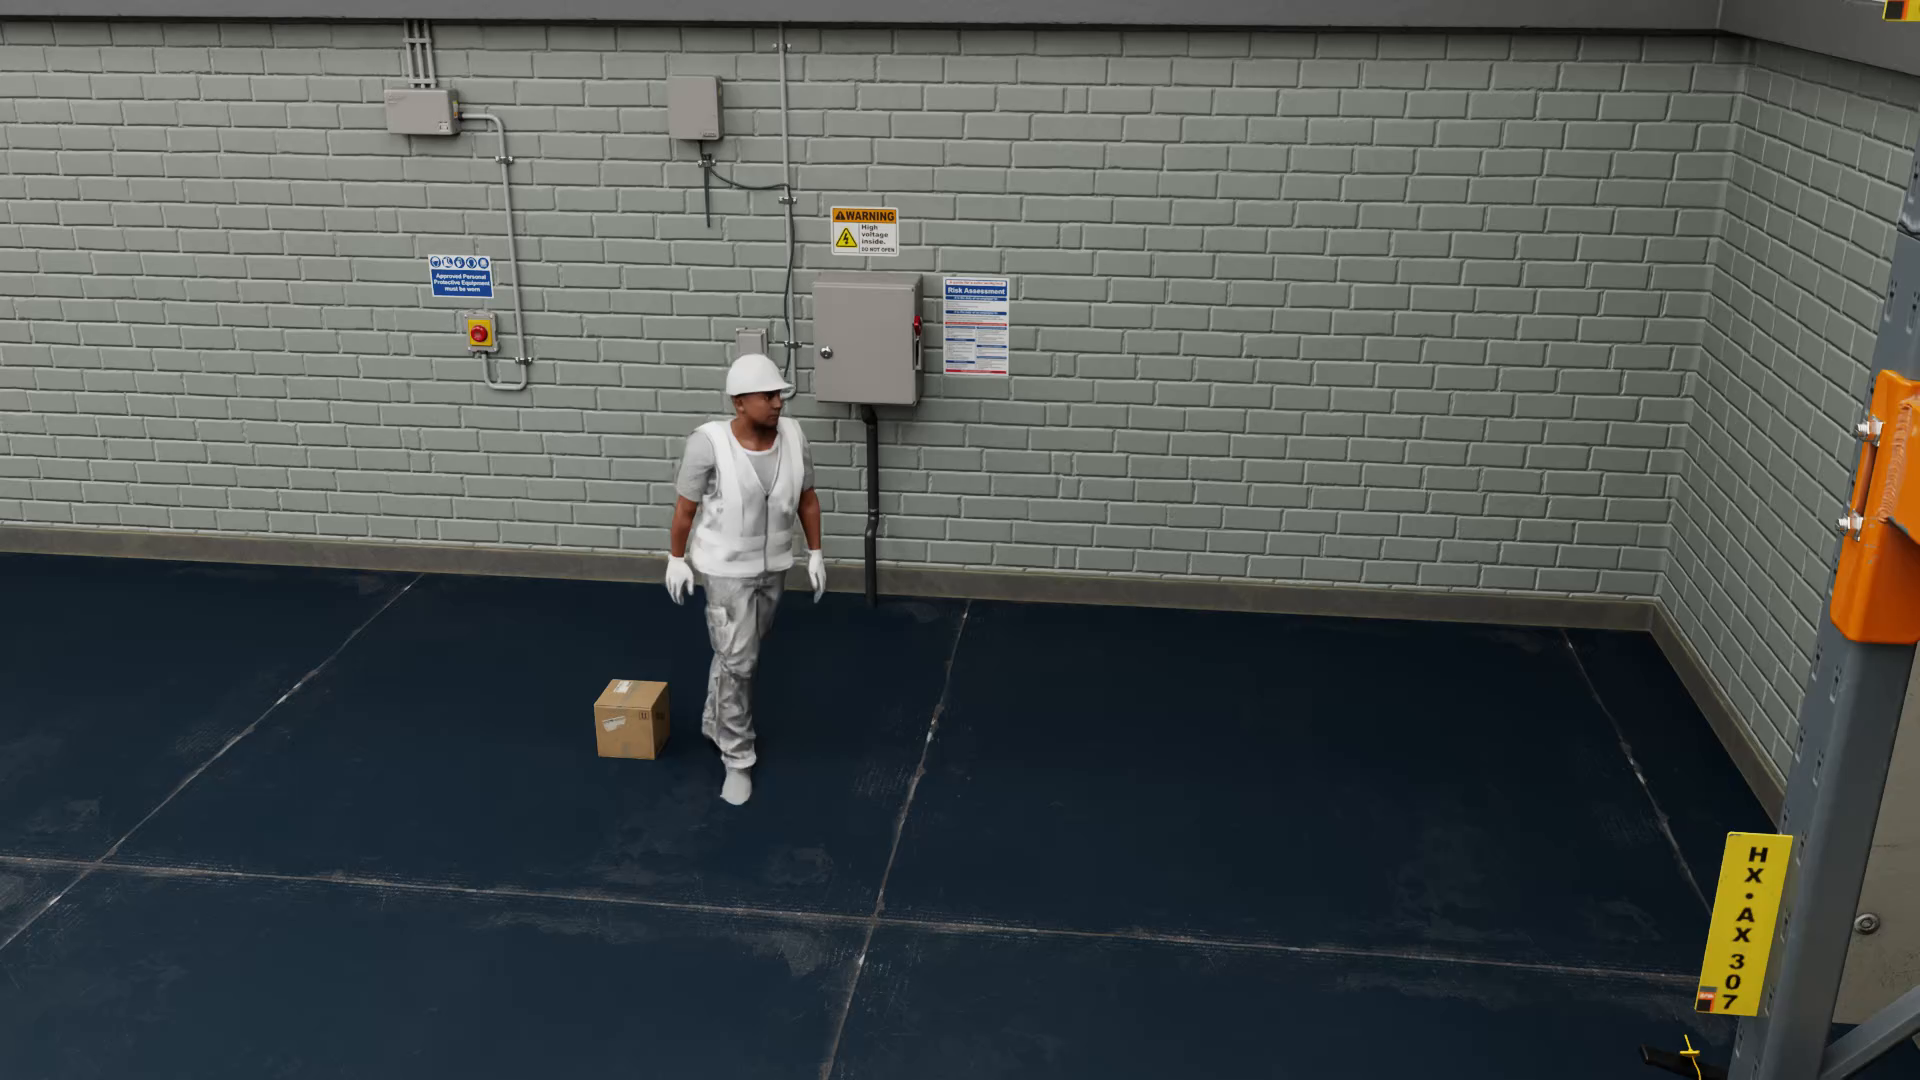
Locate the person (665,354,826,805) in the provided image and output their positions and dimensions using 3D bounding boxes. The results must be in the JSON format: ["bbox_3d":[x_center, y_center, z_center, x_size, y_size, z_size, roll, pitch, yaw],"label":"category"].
[{"bbox_3d":[-0.885,0.120,6.779,0.585,1.840,0.562,-19,28,-40],"label":"person"}]
